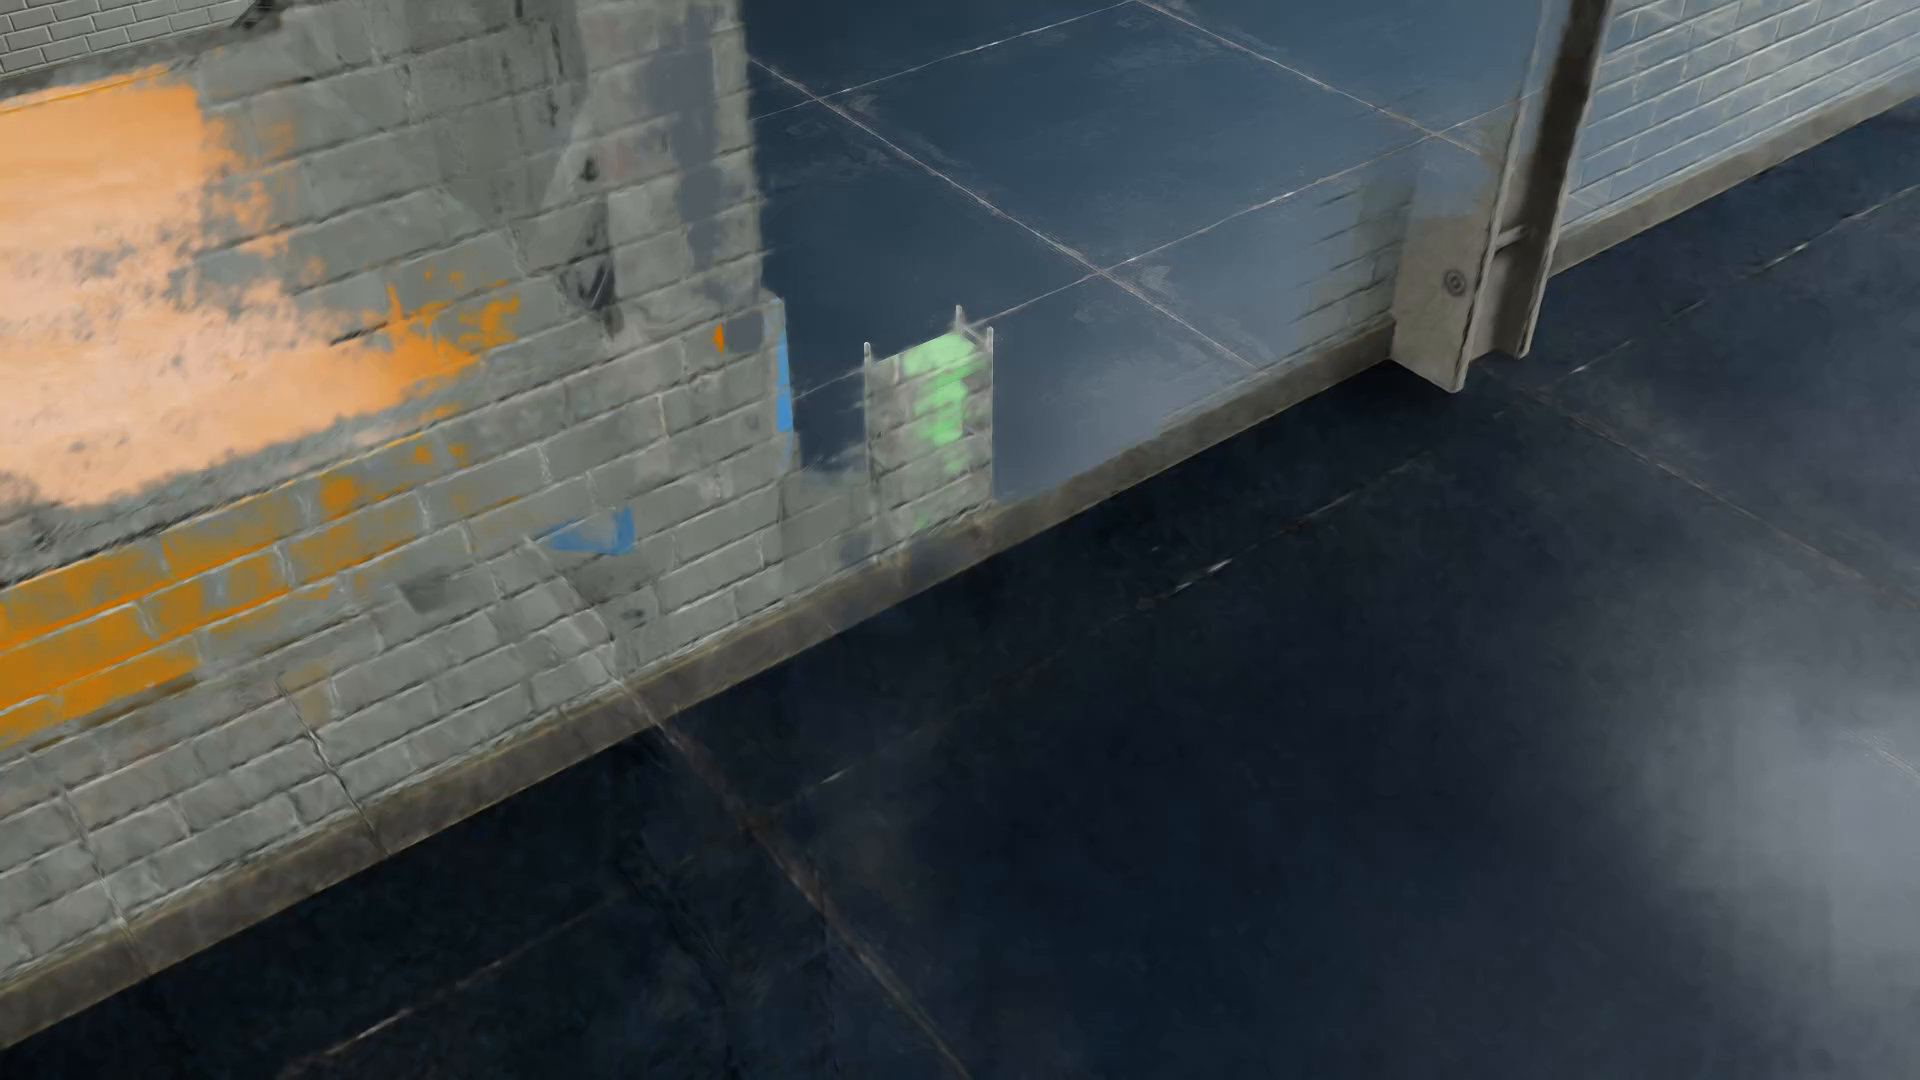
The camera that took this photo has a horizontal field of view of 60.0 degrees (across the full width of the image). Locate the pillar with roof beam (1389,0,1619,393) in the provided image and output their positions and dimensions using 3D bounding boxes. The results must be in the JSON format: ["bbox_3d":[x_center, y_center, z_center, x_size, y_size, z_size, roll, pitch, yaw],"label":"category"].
[{"bbox_3d":[-0.398,-6.067,8.185,0.400,9.000,9.100,-26,46,-28],"label":"pillar with roof beam"}]
